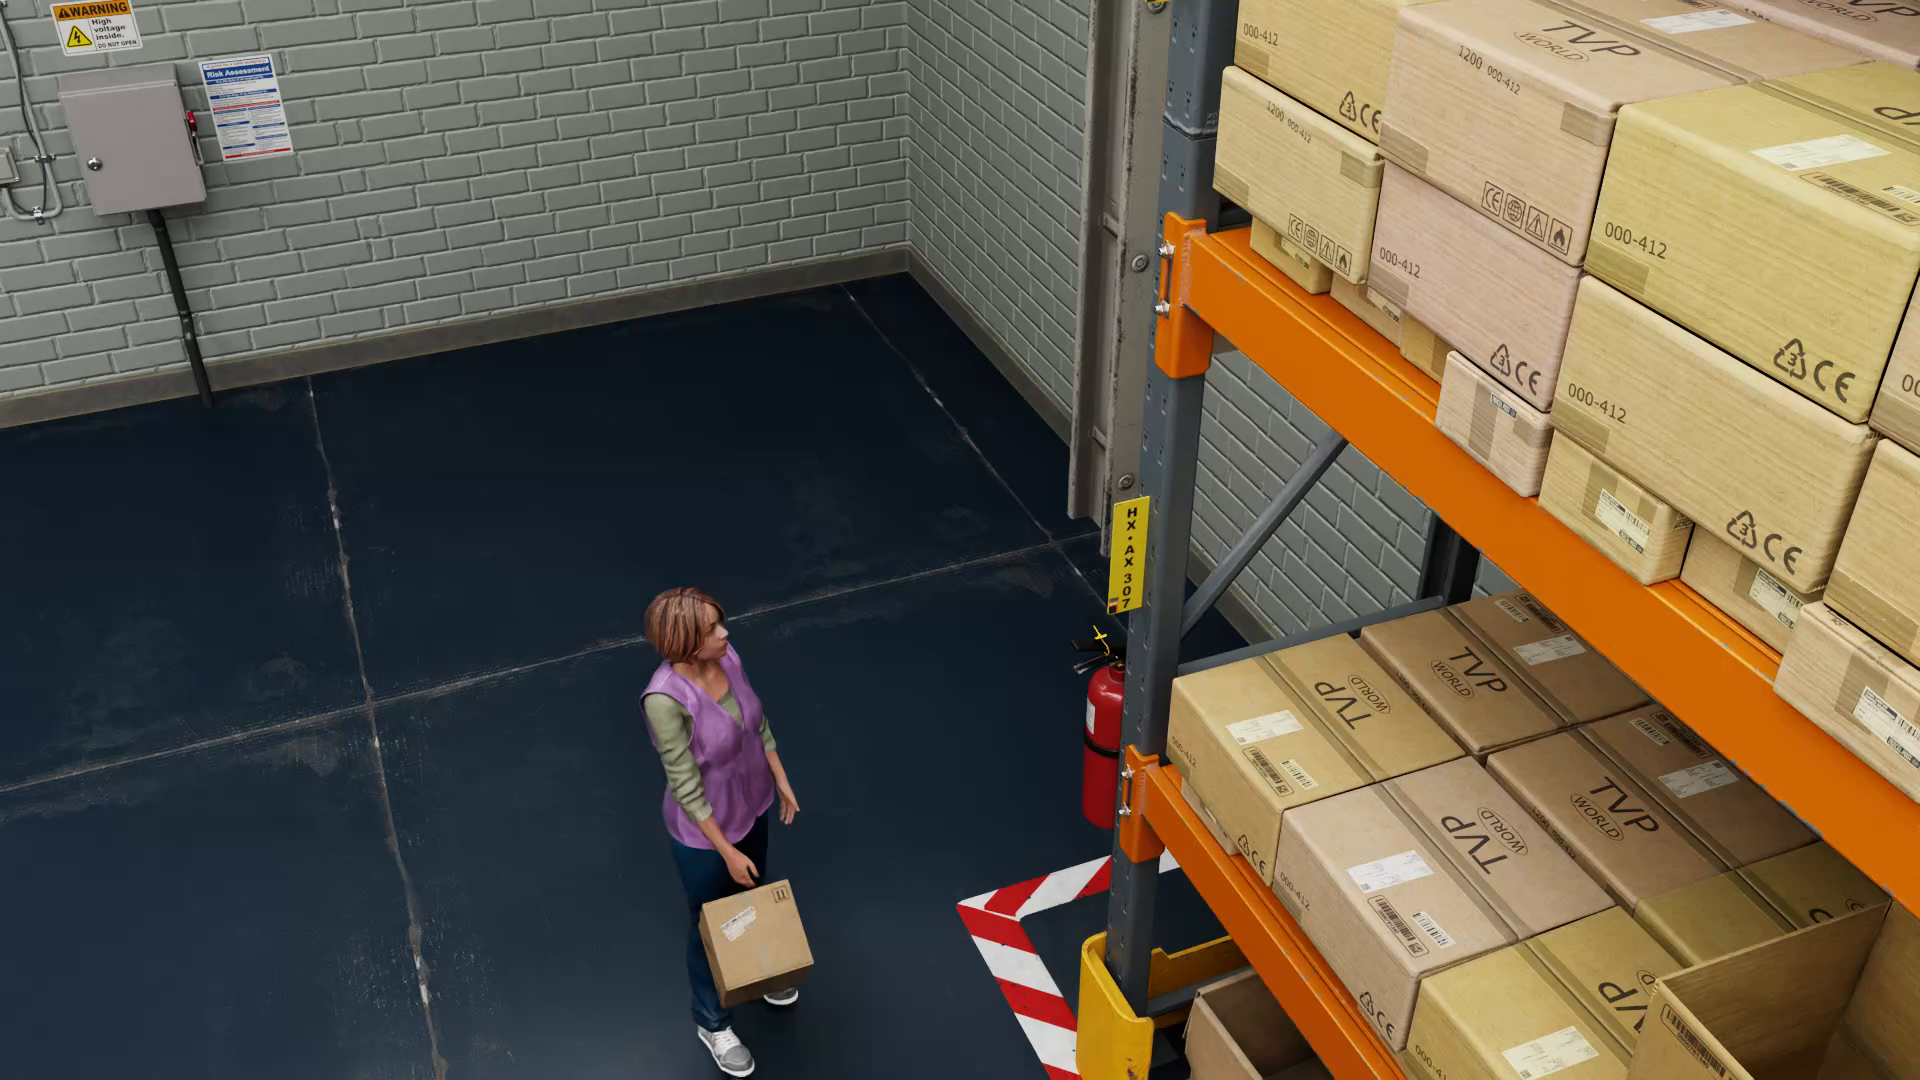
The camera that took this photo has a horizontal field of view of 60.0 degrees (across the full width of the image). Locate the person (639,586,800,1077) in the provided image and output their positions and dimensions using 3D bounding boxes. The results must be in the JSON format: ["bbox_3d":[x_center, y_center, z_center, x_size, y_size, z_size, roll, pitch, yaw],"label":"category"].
[{"bbox_3d":[-0.686,0.837,4.881,0.395,1.604,0.498,15,37,21],"label":"person"}]
